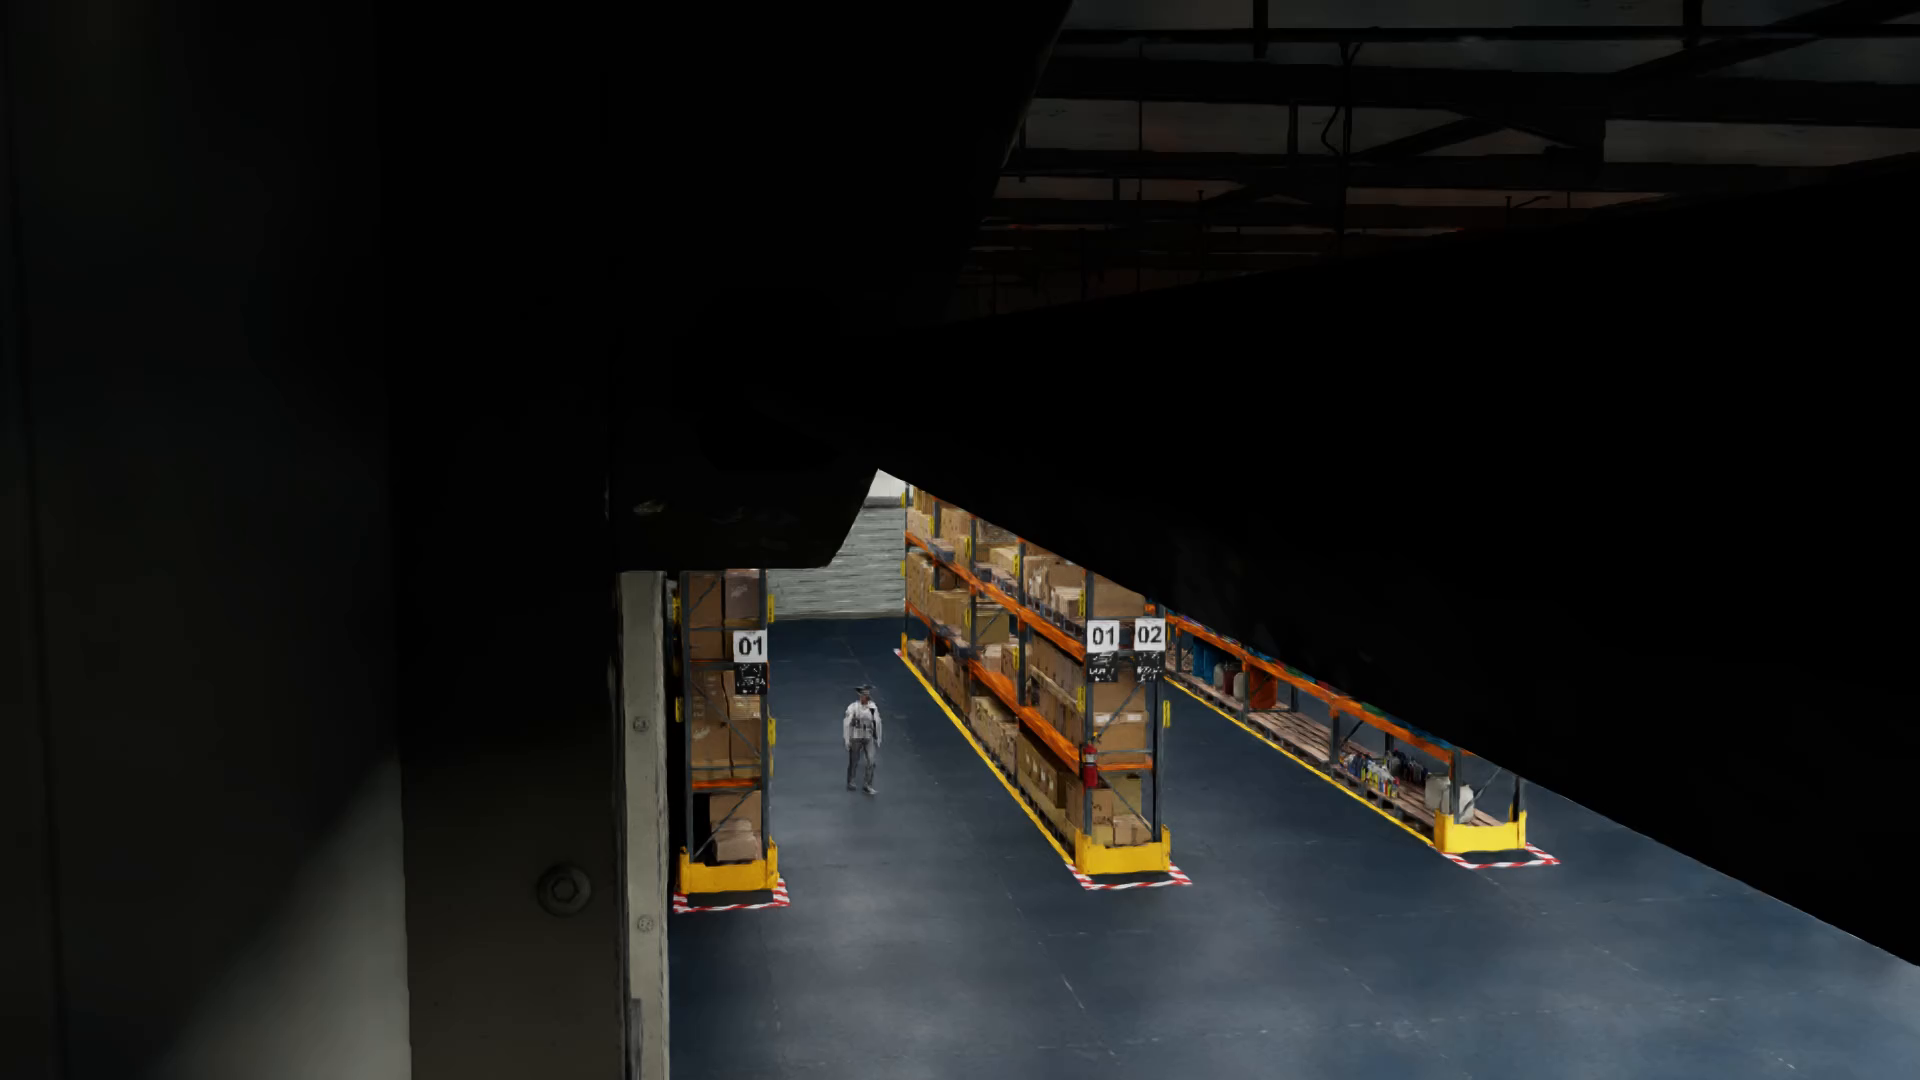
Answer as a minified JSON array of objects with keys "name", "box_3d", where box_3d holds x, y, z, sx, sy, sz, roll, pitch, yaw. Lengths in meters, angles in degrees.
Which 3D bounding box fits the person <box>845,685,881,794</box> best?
[{"name":"person","box_3d":[-1.480,2.938,24.878,0.595,1.645,0.659,-2,6,-18]}]
